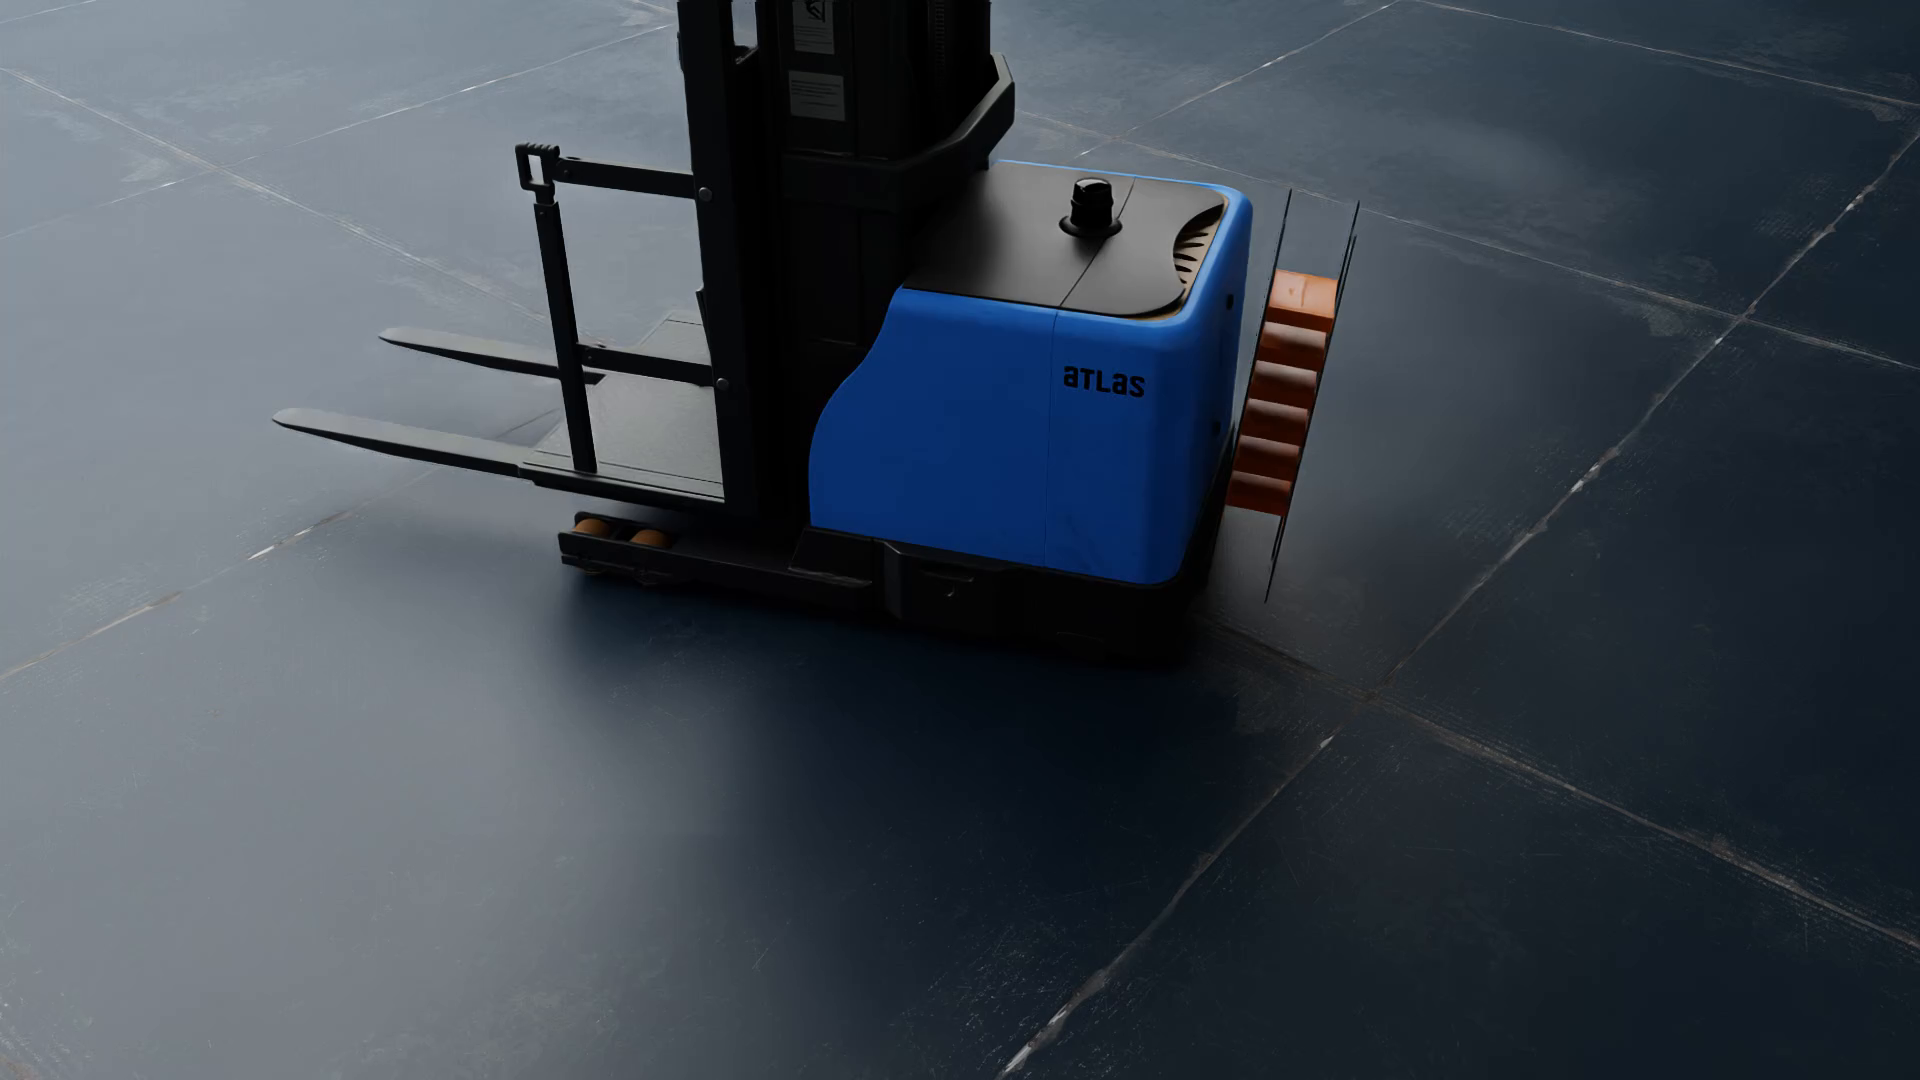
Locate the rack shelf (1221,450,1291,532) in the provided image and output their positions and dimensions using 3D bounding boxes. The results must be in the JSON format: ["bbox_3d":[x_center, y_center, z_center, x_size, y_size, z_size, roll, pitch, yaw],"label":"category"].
[{"bbox_3d":[0.880,-0.151,4.899,0.180,0.103,0.258,12,36,8],"label":"rack shelf"}]

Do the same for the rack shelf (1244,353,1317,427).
[{"bbox_3d":[0.911,-0.442,4.690,0.180,0.103,0.258,12,36,8],"label":"rack shelf"}]

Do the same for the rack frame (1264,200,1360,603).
[{"bbox_3d":[0.993,-0.362,4.721,0.006,1.200,0.240,12,36,8],"label":"rack frame"}]

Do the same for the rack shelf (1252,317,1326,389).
[{"bbox_3d":[0.921,-0.539,4.620,0.180,0.103,0.258,12,36,8],"label":"rack shelf"}]

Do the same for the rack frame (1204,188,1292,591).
[{"bbox_3d":[0.816,-0.400,4.746,0.006,1.200,0.240,12,36,8],"label":"rack frame"}]

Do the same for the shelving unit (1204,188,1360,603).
[{"bbox_3d":[0.904,-0.381,4.734,0.189,1.200,0.258,12,36,8],"label":"shelving unit"}]

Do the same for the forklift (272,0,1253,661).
[{"bbox_3d":[-0.707,-1.345,4.619,3.031,2.935,1.130,10,36,14],"label":"forklift"}]

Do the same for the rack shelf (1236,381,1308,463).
[{"bbox_3d":[0.901,-0.345,4.759,0.180,0.103,0.258,12,36,8],"label":"rack shelf"}]

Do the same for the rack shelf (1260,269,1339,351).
[{"bbox_3d":[0.932,-0.636,4.550,0.180,0.103,0.258,12,36,8],"label":"rack shelf"}]

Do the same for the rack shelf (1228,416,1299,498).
[{"bbox_3d":[0.890,-0.248,4.829,0.180,0.103,0.258,12,36,8],"label":"rack shelf"}]
